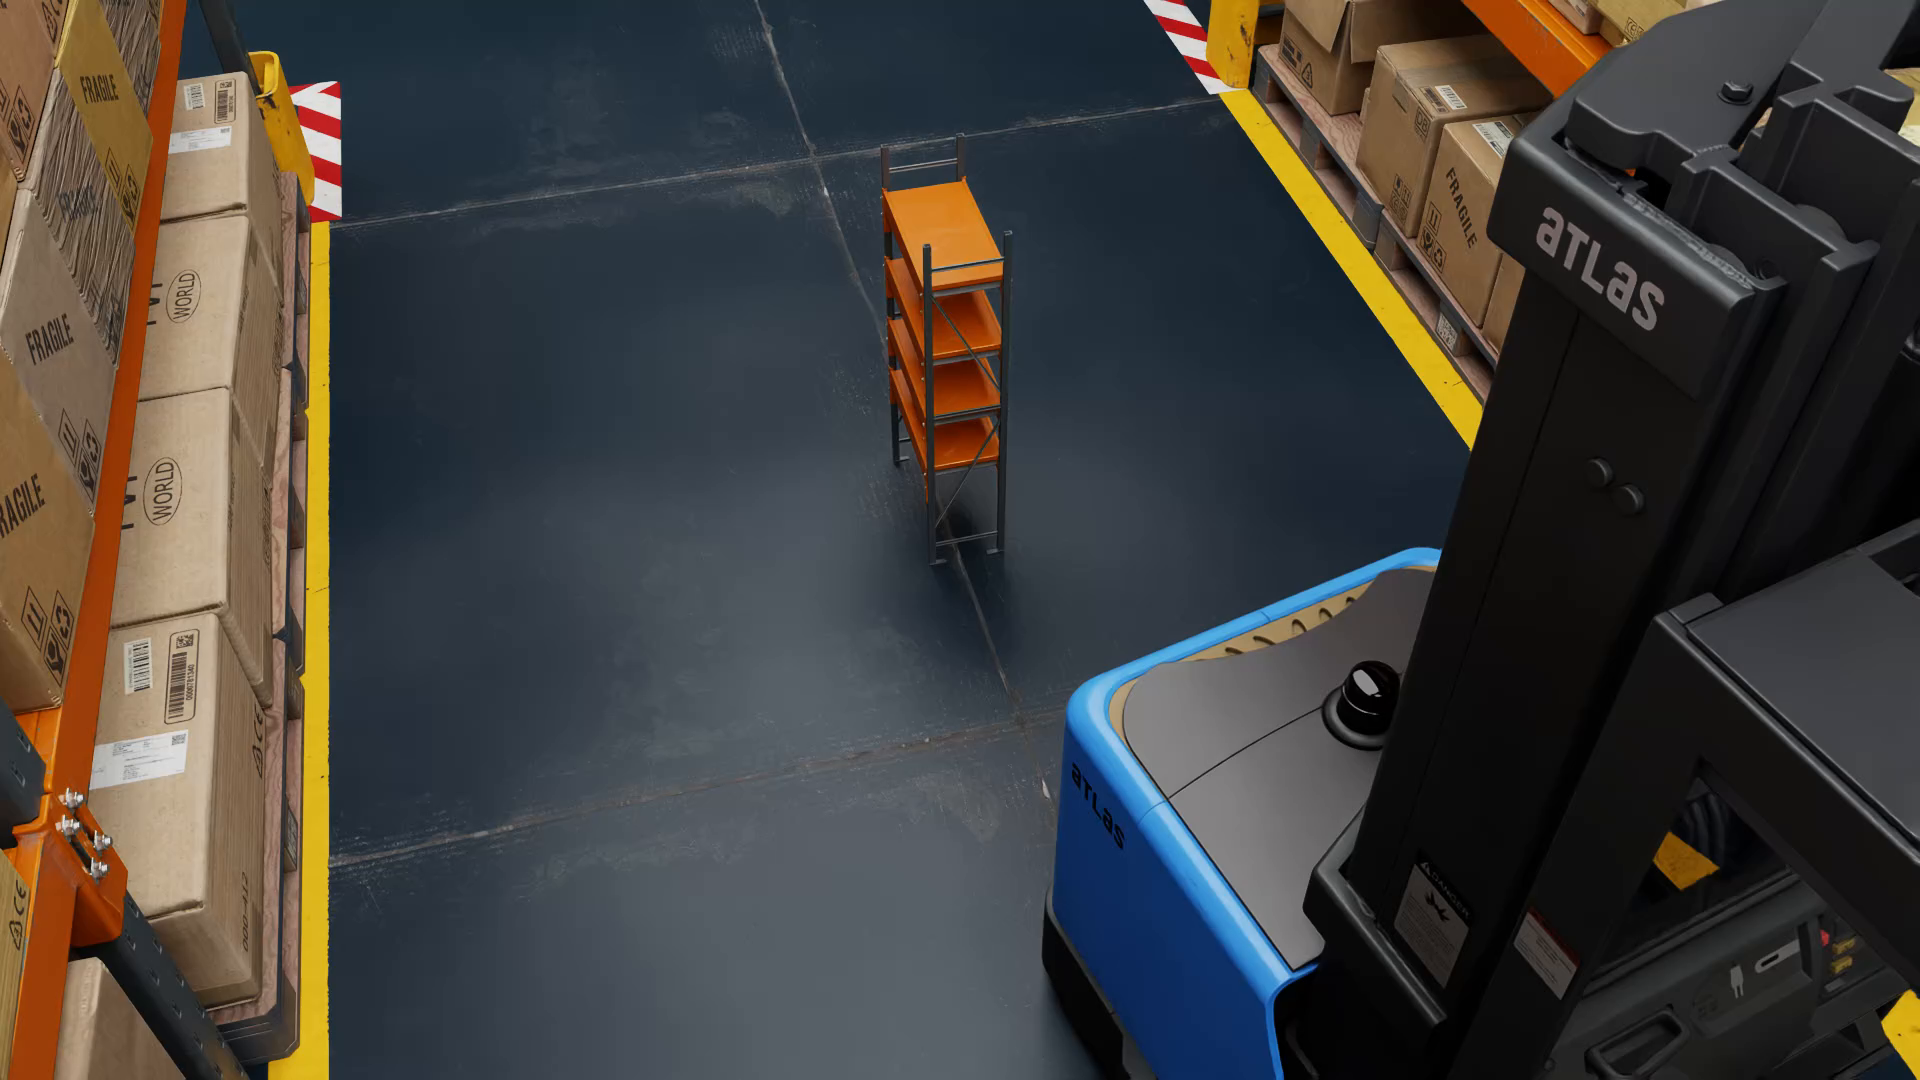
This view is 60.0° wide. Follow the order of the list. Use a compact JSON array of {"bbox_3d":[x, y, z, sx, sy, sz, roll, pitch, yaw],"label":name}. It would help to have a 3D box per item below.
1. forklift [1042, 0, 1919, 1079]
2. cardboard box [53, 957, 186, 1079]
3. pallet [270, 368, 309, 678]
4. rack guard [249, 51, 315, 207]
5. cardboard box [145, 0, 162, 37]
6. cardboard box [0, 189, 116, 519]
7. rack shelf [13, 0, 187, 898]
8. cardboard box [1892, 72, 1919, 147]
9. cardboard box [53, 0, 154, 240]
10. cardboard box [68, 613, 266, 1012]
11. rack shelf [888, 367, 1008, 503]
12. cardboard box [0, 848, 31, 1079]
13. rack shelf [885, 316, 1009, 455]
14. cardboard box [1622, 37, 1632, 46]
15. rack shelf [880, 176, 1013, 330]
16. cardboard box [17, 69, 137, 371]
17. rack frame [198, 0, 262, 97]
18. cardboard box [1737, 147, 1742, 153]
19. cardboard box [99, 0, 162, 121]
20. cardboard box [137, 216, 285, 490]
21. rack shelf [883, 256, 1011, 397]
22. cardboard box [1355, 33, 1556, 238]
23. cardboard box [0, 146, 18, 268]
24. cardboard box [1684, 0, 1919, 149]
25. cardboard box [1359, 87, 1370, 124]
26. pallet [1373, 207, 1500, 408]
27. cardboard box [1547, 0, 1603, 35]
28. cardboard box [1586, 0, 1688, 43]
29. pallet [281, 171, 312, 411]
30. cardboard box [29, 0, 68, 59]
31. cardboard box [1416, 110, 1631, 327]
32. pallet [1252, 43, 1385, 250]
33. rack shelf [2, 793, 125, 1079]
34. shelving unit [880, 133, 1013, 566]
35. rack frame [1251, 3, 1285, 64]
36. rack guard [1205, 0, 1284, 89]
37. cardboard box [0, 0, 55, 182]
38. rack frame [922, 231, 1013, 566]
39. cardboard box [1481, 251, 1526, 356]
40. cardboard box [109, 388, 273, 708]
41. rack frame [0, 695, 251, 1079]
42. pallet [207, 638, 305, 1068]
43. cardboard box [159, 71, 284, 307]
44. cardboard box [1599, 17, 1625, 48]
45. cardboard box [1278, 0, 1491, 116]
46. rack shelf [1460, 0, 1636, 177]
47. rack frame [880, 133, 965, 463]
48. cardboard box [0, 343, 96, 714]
[{"bbox_3d":[1.326,0.814,2.400,1.130,2.935,3.031,-20,49,-19],"label":"forklift"},{"bbox_3d":[-1.879,1.425,2.947,0.875,0.875,0.875,-9,46,-9],"label":"cardboard box"},{"bbox_3d":[-2.550,0.007,5.095,1.003,0.211,1.213,-11,47,-10],"label":"pallet"},{"bbox_3d":[-3.145,-1.489,6.359,1.175,0.500,0.348,-11,47,-10],"label":"rack guard"},{"bbox_3d":[-2.646,-1.748,4.793,0.500,0.500,0.500,-12,47,-11],"label":"cardboard box"},{"bbox_3d":[-2.107,-0.340,3.413,0.500,0.500,0.500,-10,47,-10],"label":"cardboard box"},{"bbox_3d":[-2.627,-0.714,4.354,1.077,0.370,4.000,-11,47,-10],"label":"rack shelf"},{"bbox_3d":[2.316,-0.854,3.884,0.500,0.250,0.500,-10,46,-9],"label":"cardboard box"},{"bbox_3d":[-2.360,-1.041,4.100,0.500,0.500,0.500,-9,46,-9],"label":"cardboard box"},{"bbox_3d":[-2.172,0.711,3.953,0.875,0.438,0.875,-11,47,-11],"label":"cardboard box"},{"bbox_3d":[-0.042,-0.348,5.123,0.258,0.148,0.480,-11,47,-10],"label":"rack shelf"},{"bbox_3d":[-1.757,0.731,2.539,0.500,0.250,0.500,-12,47,-11],"label":"cardboard box"},{"bbox_3d":[-0.042,-0.487,4.982,0.258,0.148,0.480,-11,47,-10],"label":"rack shelf"},{"bbox_3d":[2.045,-1.290,4.590,0.380,0.149,0.250,-11,47,-11],"label":"cardboard box"},{"bbox_3d":[-0.042,-0.809,4.653,0.258,0.148,0.480,-11,47,-10],"label":"rack shelf"},{"bbox_3d":[-2.228,-0.685,3.751,0.500,0.500,0.500,-10,47,-10],"label":"cardboard box"},{"bbox_3d":[-3.139,-2.347,5.450,1.000,3.000,0.127,-11,47,-10],"label":"rack frame"},{"bbox_3d":[2.179,-0.932,4.239,0.380,0.149,0.250,-10,46,-9],"label":"cardboard box"},{"bbox_3d":[-2.505,-1.395,4.447,0.500,0.500,0.500,-9,46,-9],"label":"cardboard box"},{"bbox_3d":[-2.631,-0.530,5.169,0.875,0.438,0.875,-10,46,-9],"label":"cardboard box"},{"bbox_3d":[-0.042,-0.644,4.822,0.258,0.148,0.480,-11,47,-10],"label":"rack shelf"},{"bbox_3d":[1.904,-1.492,6.068,0.700,0.500,0.500,-9,46,-9],"label":"cardboard box"},{"bbox_3d":[-2.126,-0.693,3.059,0.500,0.500,0.500,-11,47,-11],"label":"cardboard box"},{"bbox_3d":[2.173,-1.197,4.220,0.500,0.250,0.500,-11,47,-10],"label":"cardboard box"},{"bbox_3d":[1.794,-1.666,6.485,0.380,0.149,0.250,-12,47,-12],"label":"cardboard box"},{"bbox_3d":[2.191,-0.838,5.923,1.003,0.211,1.213,-11,47,-10],"label":"pallet"},{"bbox_3d":[1.979,-1.650,4.943,0.380,0.149,0.250,-11,47,-10],"label":"cardboard box"},{"bbox_3d":[2.058,-1.544,4.560,0.500,0.250,0.500,-11,47,-11],"label":"cardboard box"},{"bbox_3d":[-2.859,-0.833,5.919,1.003,0.211,1.213,-11,47,-10],"label":"pallet"},{"bbox_3d":[-2.373,-1.398,3.749,0.500,0.500,0.500,-11,47,-11],"label":"cardboard box"},{"bbox_3d":[1.943,-1.109,5.693,0.500,0.500,0.500,-10,46,-10],"label":"cardboard box"},{"bbox_3d":[1.883,-1.678,6.747,1.003,0.211,1.213,-11,47,-10],"label":"pallet"},{"bbox_3d":[-1.603,2.047,1.647,1.077,0.370,4.000,-11,47,-10],"label":"rack shelf"},{"bbox_3d":[-0.042,-0.534,4.933,0.258,1.200,0.503,-11,47,-10],"label":"shelving unit"},{"bbox_3d":[1.658,-3.257,6.342,1.000,3.000,0.127,-11,47,-10],"label":"rack frame"},{"bbox_3d":[1.678,-2.330,7.183,1.175,0.500,0.348,-11,47,-10],"label":"rack guard"},{"bbox_3d":[-2.246,-1.049,3.408,0.500,0.500,0.500,-10,46,-10],"label":"cardboard box"},{"bbox_3d":[0.020,-0.366,4.768,0.240,1.200,0.015,-11,47,-10],"label":"rack frame"},{"bbox_3d":[2.170,-0.776,5.366,0.700,0.500,0.500,-12,47,-12],"label":"cardboard box"},{"bbox_3d":[-2.402,0.093,4.558,0.875,0.438,0.875,-12,47,-11],"label":"cardboard box"},{"bbox_3d":[-2.112,0.414,2.744,0.949,2.616,0.053,-11,47,-10],"label":"rack frame"},{"bbox_3d":[-2.234,0.851,4.268,1.003,0.211,1.213,-11,47,-10],"label":"pallet"},{"bbox_3d":[-2.874,-1.160,5.786,0.875,0.438,0.875,-12,47,-12],"label":"cardboard box"},{"bbox_3d":[2.087,-1.488,4.784,0.380,0.149,0.250,-10,46,-10],"label":"cardboard box"},{"bbox_3d":[1.723,-2.091,6.653,0.797,0.503,0.637,-12,47,-12],"label":"cardboard box"},{"bbox_3d":[2.170,-1.625,5.246,1.077,0.370,4.000,-11,47,-10],"label":"rack shelf"},{"bbox_3d":[-0.105,-0.703,5.099,0.240,1.200,0.015,-11,47,-10],"label":"rack frame"},{"bbox_3d":[-1.982,0.008,3.072,0.500,0.500,0.500,-9,46,-9],"label":"cardboard box"}]
